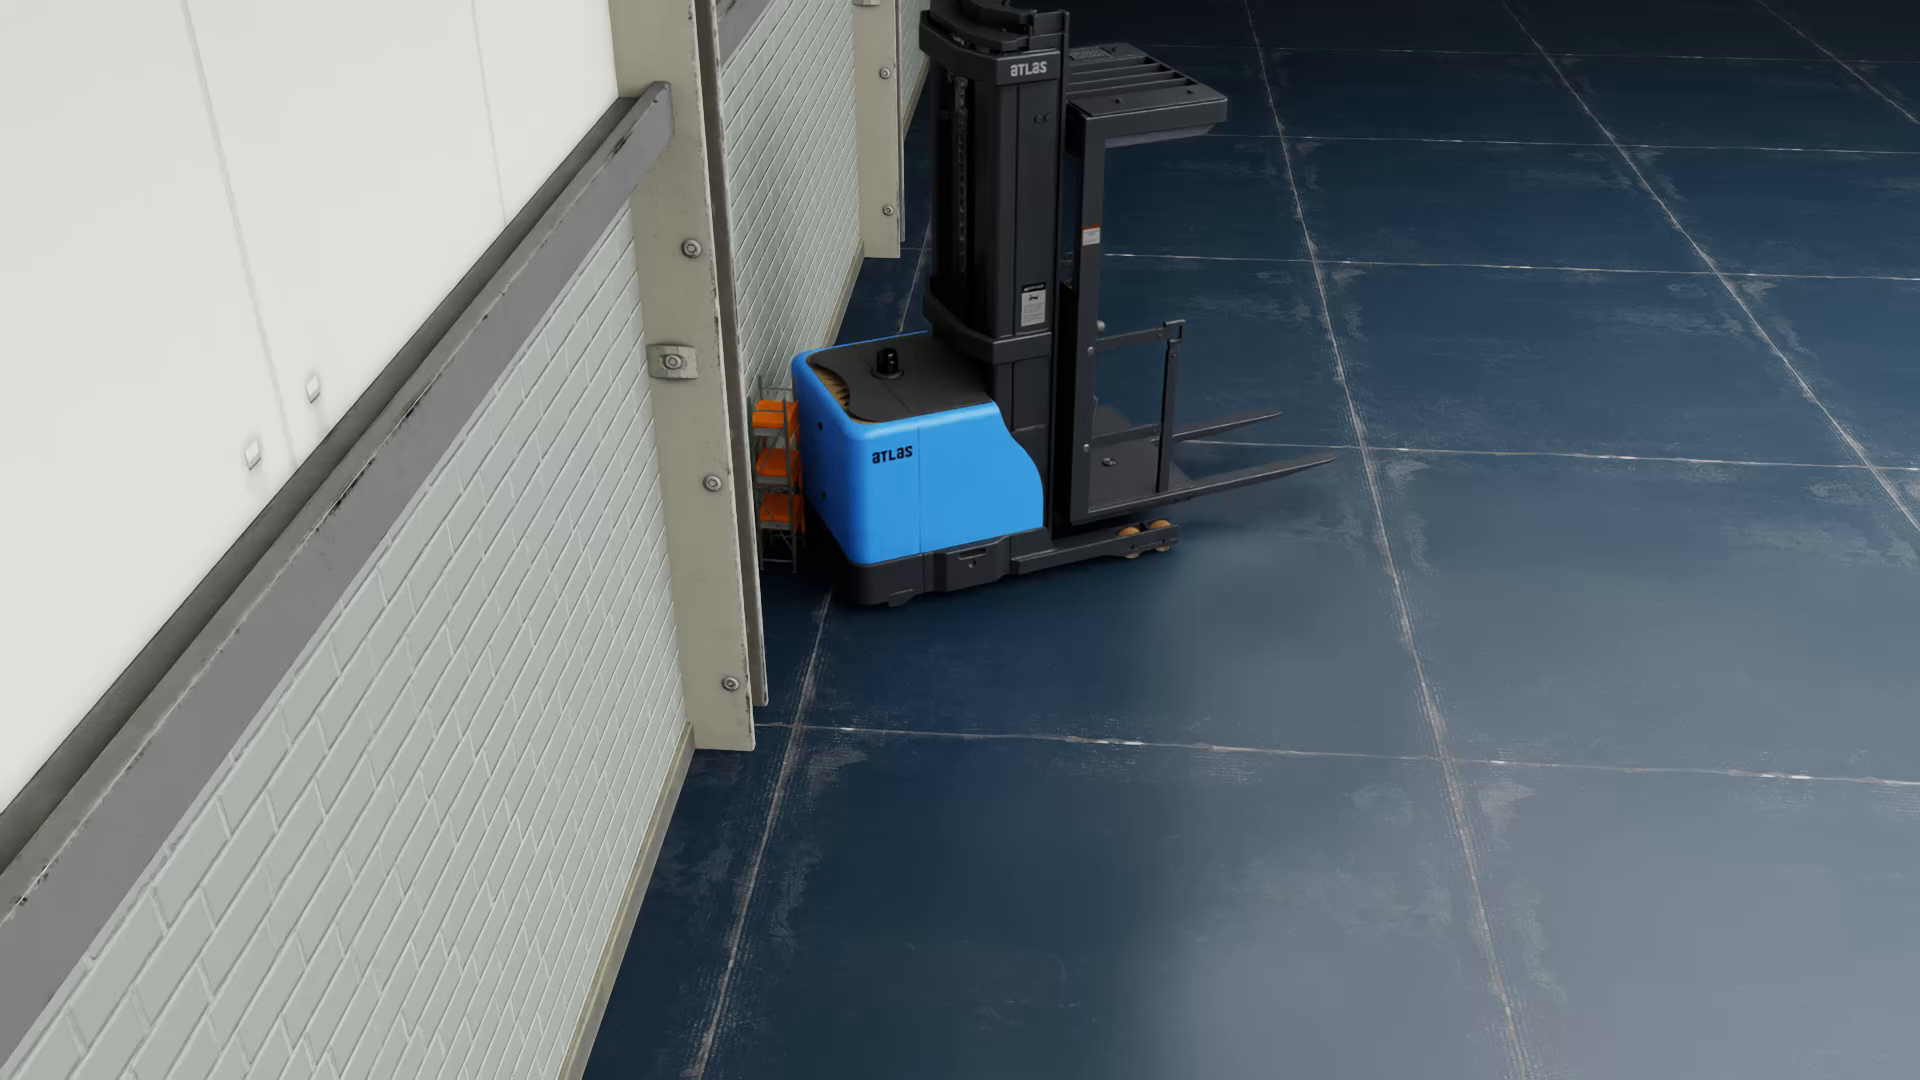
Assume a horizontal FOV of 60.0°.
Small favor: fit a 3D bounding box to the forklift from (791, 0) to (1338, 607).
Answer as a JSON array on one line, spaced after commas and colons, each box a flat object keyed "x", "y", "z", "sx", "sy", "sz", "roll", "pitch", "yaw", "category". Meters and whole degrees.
[{"x": 0.658, "y": -1.391, "z": 8.714, "sx": 3.031, "sy": 2.935, "sz": 1.130, "roll": -12, "pitch": 34, "yaw": -19, "category": "forklift"}]

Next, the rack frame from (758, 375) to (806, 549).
[{"x": -0.949, "y": -0.401, "z": 8.895, "sx": 0.200, "sy": 1.050, "sz": 0.008, "roll": 4, "pitch": 32, "yaw": 6, "category": "rack frame"}]

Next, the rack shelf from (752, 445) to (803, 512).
[{"x": -0.964, "y": -0.328, "z": 8.798, "sx": 0.215, "sy": 0.259, "sz": 0.240, "roll": 4, "pitch": 32, "yaw": 6, "category": "rack shelf"}]

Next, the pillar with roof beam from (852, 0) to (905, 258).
[{"x": 3.688, "y": -5.921, "z": 10.281, "sx": 9.100, "sy": 9.000, "sz": 0.400, "roll": 2, "pitch": 32, "yaw": 4, "category": "pillar with roof beam"}]

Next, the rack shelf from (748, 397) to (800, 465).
[{"x": -0.964, "y": -0.568, "z": 8.647, "sx": 0.215, "sy": 0.259, "sz": 0.240, "roll": 4, "pitch": 32, "yaw": 6, "category": "rack shelf"}]

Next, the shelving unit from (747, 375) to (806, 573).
[{"x": -0.964, "y": -0.337, "z": 8.792, "sx": 0.215, "sy": 1.050, "sz": 0.252, "roll": 4, "pitch": 32, "yaw": 6, "category": "shelving unit"}]

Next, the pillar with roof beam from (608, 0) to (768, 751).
[{"x": 3.199, "y": -2.784, "z": 5.190, "sx": 9.100, "sy": 9.000, "sz": 0.400, "roll": 2, "pitch": 32, "yaw": 4, "category": "pillar with roof beam"}]

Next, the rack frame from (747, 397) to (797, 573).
[{"x": -0.979, "y": -0.272, "z": 8.690, "sx": 0.200, "sy": 1.050, "sz": 0.008, "roll": 4, "pitch": 32, "yaw": 6, "category": "rack frame"}]

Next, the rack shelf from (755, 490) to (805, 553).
[{"x": -0.964, "y": -0.093, "z": 8.946, "sx": 0.215, "sy": 0.259, "sz": 0.240, "roll": 4, "pitch": 32, "yaw": 6, "category": "rack shelf"}]
